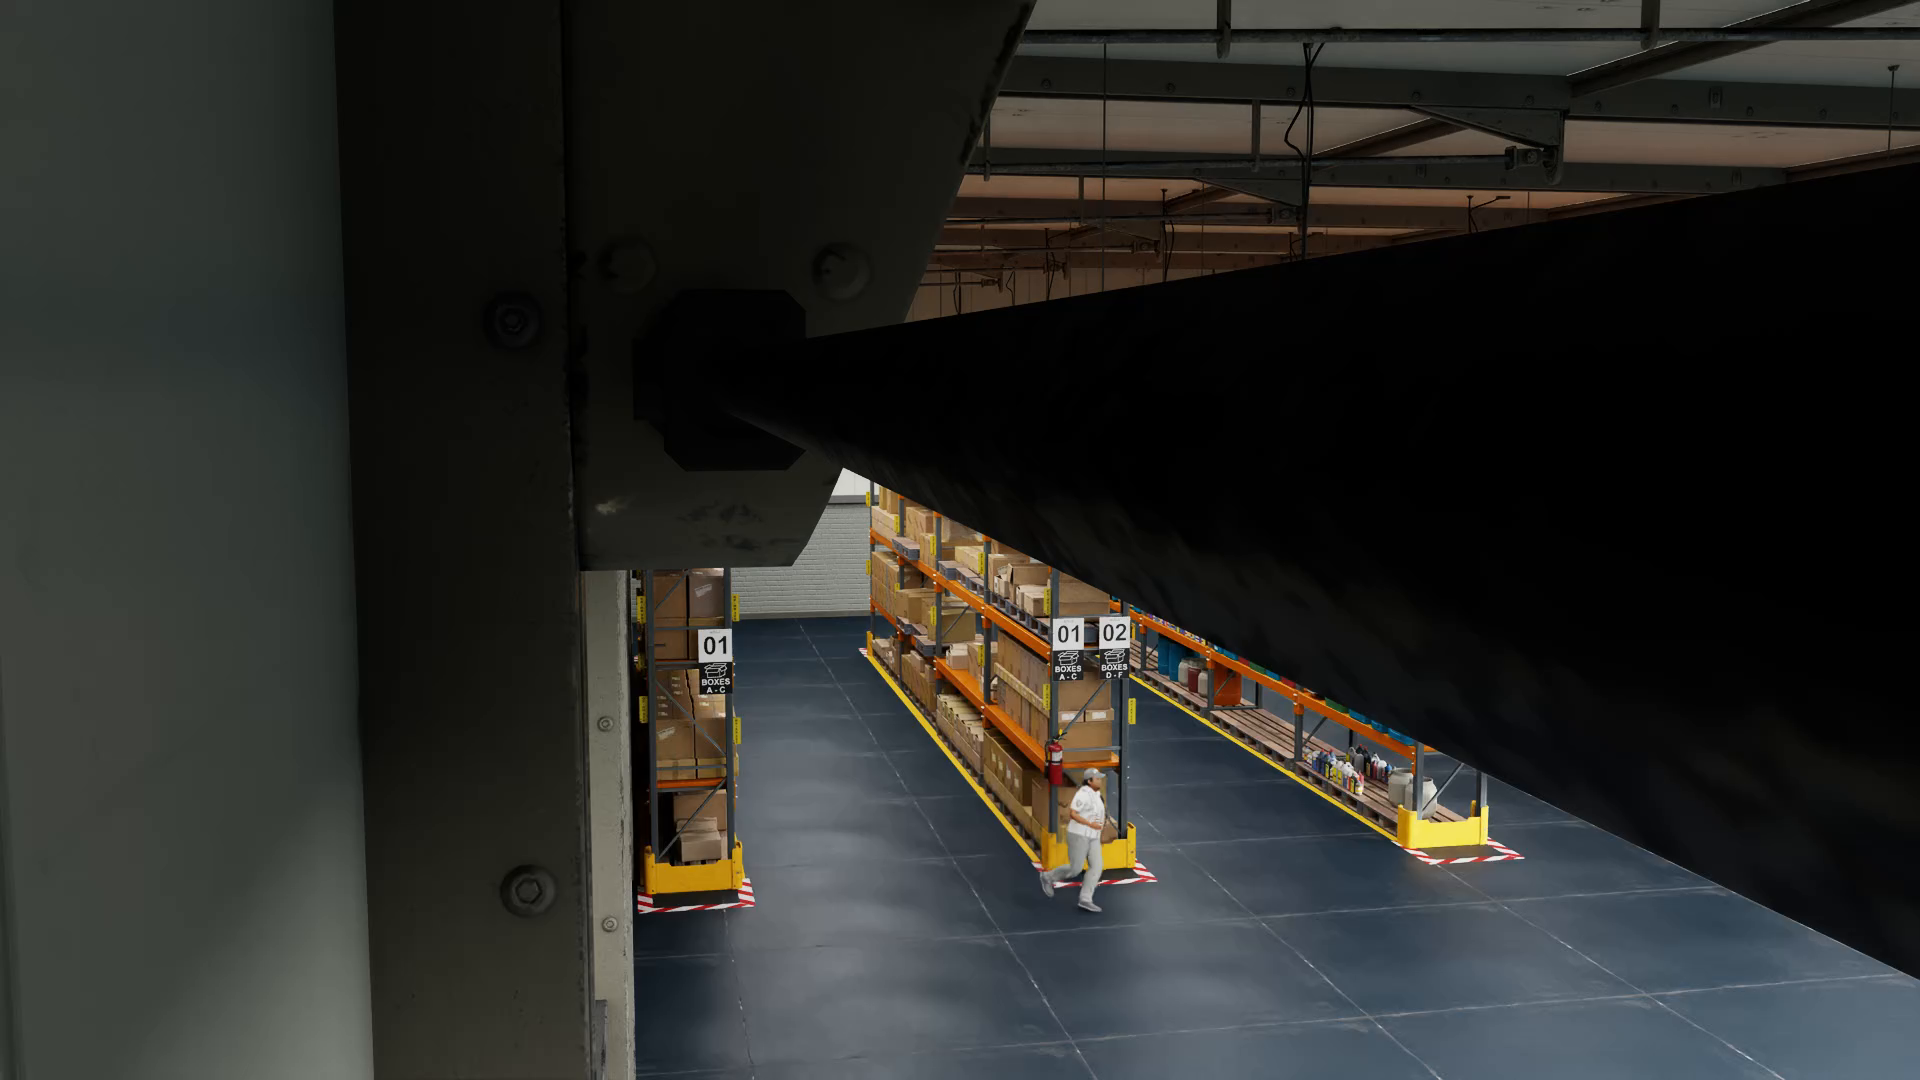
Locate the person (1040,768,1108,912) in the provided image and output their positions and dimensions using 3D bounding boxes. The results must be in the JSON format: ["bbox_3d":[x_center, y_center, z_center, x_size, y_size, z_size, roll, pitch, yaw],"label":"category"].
[{"bbox_3d":[1.426,3.498,19.673,0.810,1.617,0.663,4,7,33],"label":"person"}]
